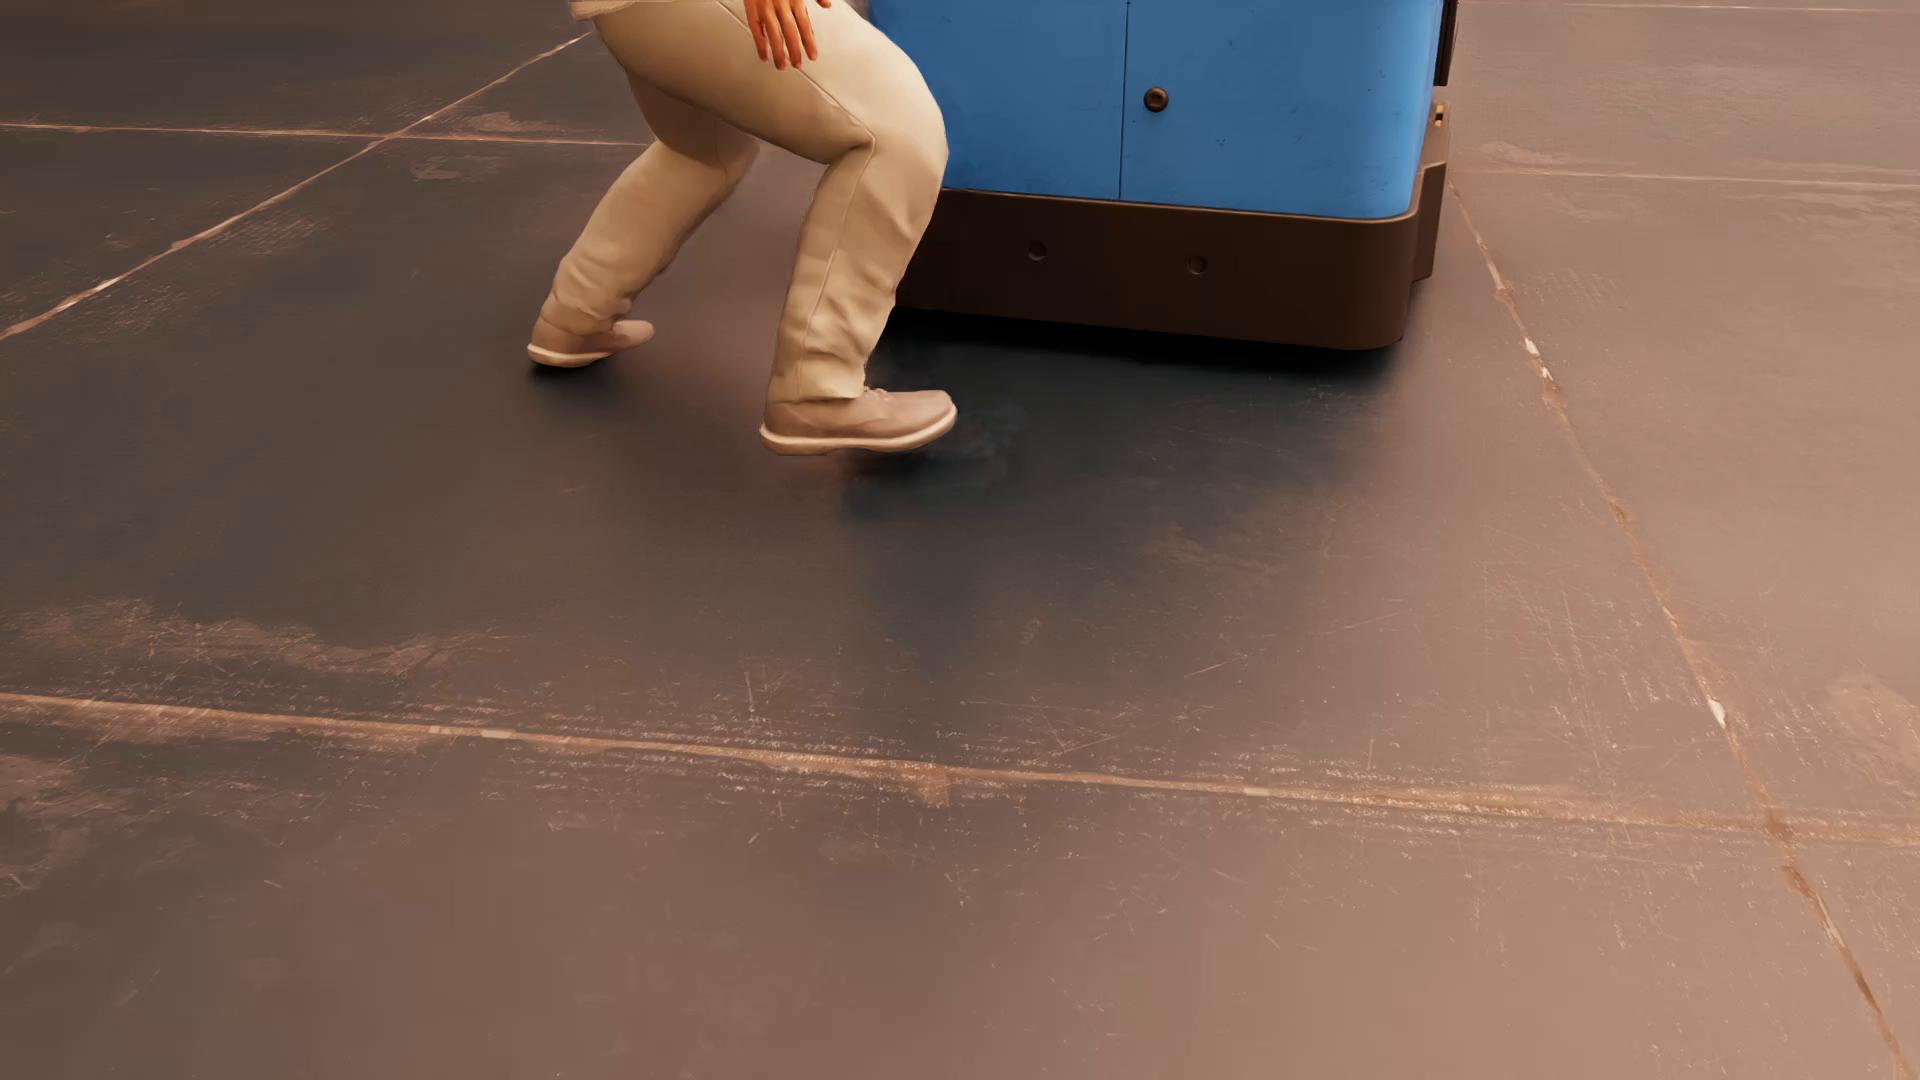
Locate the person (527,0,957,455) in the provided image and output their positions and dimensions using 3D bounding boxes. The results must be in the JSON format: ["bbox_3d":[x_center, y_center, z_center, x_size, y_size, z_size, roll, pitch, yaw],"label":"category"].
[{"bbox_3d":[-0.421,-0.962,2.679,0.722,1.628,0.971,-4,27,-9],"label":"person"}]

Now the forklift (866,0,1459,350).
[{"bbox_3d":[0.718,-2.295,3.818,1.130,2.935,3.031,8,27,15],"label":"forklift"}]
